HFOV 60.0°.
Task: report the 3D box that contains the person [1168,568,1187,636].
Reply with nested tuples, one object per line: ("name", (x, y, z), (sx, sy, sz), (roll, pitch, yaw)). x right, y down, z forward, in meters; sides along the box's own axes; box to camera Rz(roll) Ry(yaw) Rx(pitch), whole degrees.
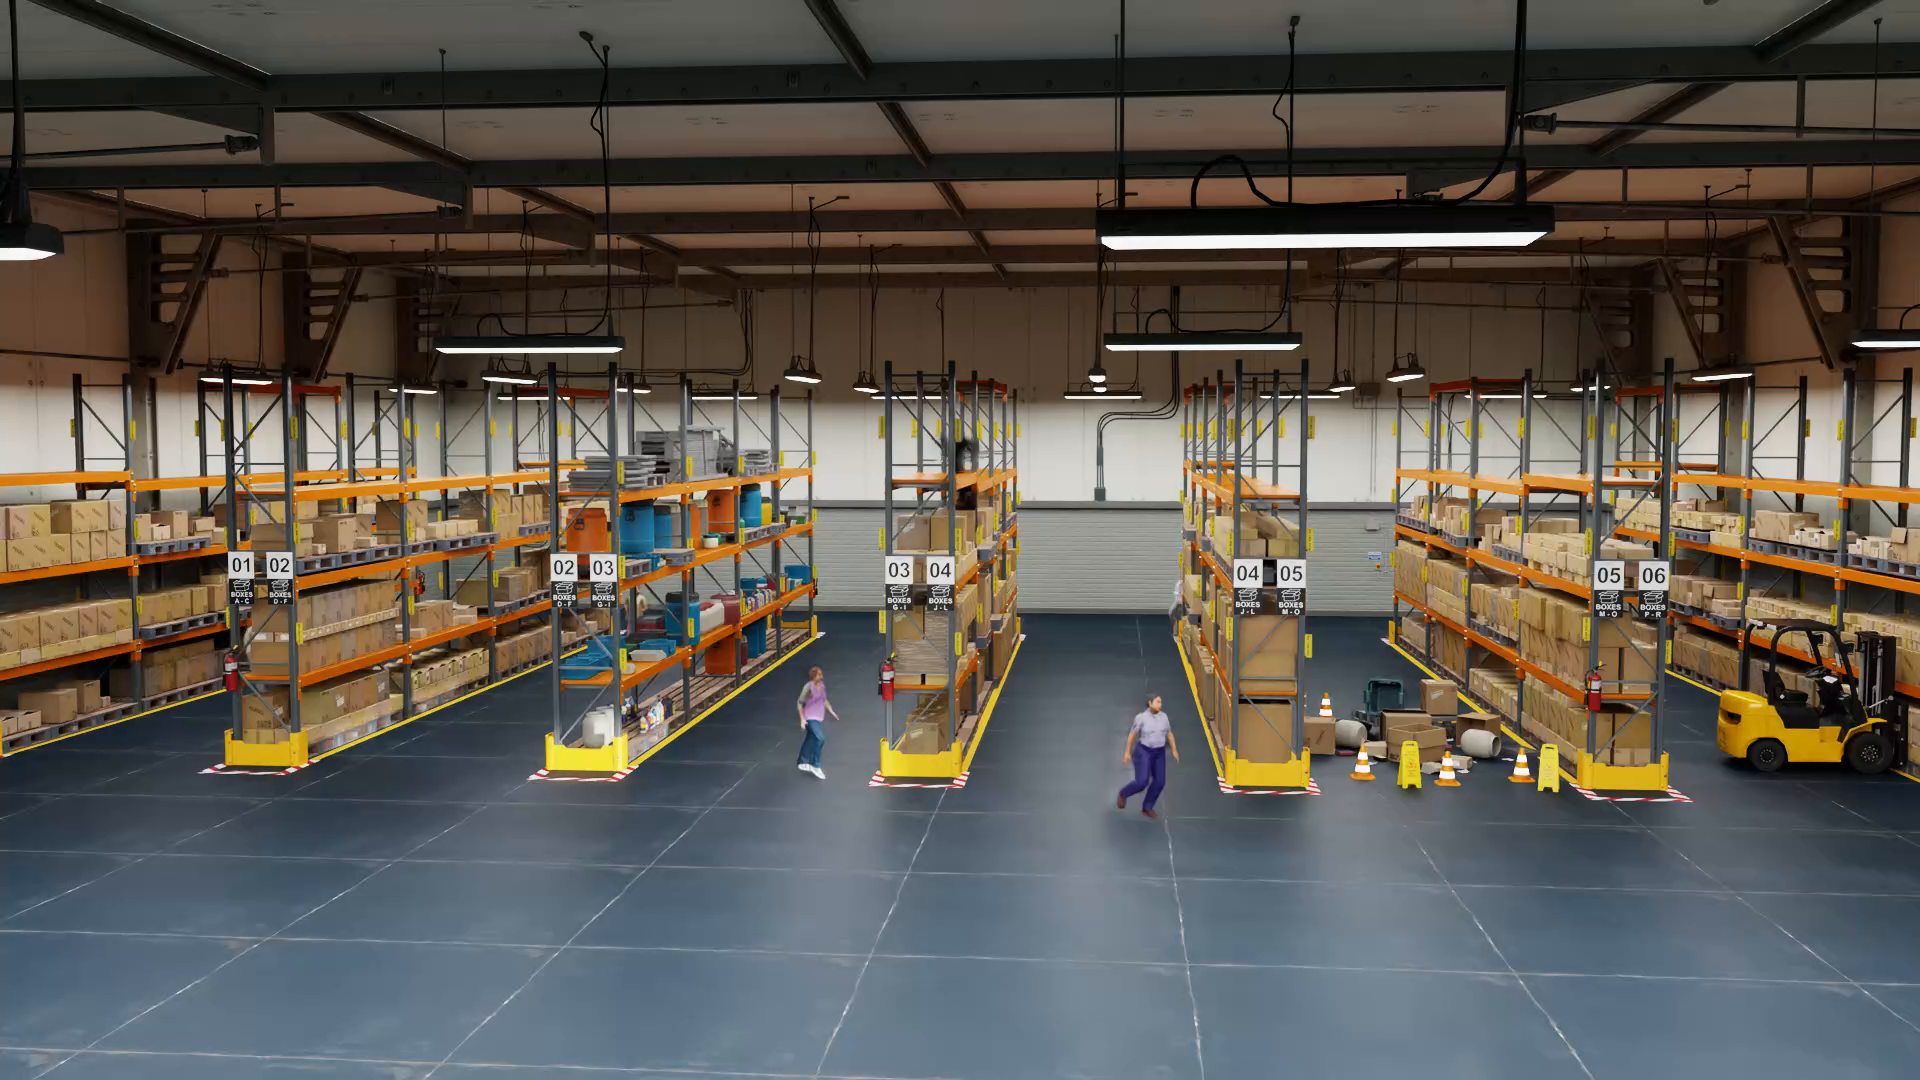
("person", (5.413, 1.525, 40.471), (0.631, 1.714, 0.613), (-2, 4, -28))

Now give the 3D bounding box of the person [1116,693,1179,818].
("person", (2.419, 2.796, 21.559), (0.664, 1.625, 0.667), (-2, 4, -28))

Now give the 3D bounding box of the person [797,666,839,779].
("person", (-2.114, 2.603, 23.979), (0.714, 1.588, 0.477), (2, 4, 31))

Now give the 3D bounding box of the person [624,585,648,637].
("person", (-7.106, 1.769, 36.436), (0.569, 1.647, 0.643), (0, 4, 0))

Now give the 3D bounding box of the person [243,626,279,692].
("person", (-12.728, 2.151, 30.344), (0.688, 1.724, 0.679), (0, 4, -2))
